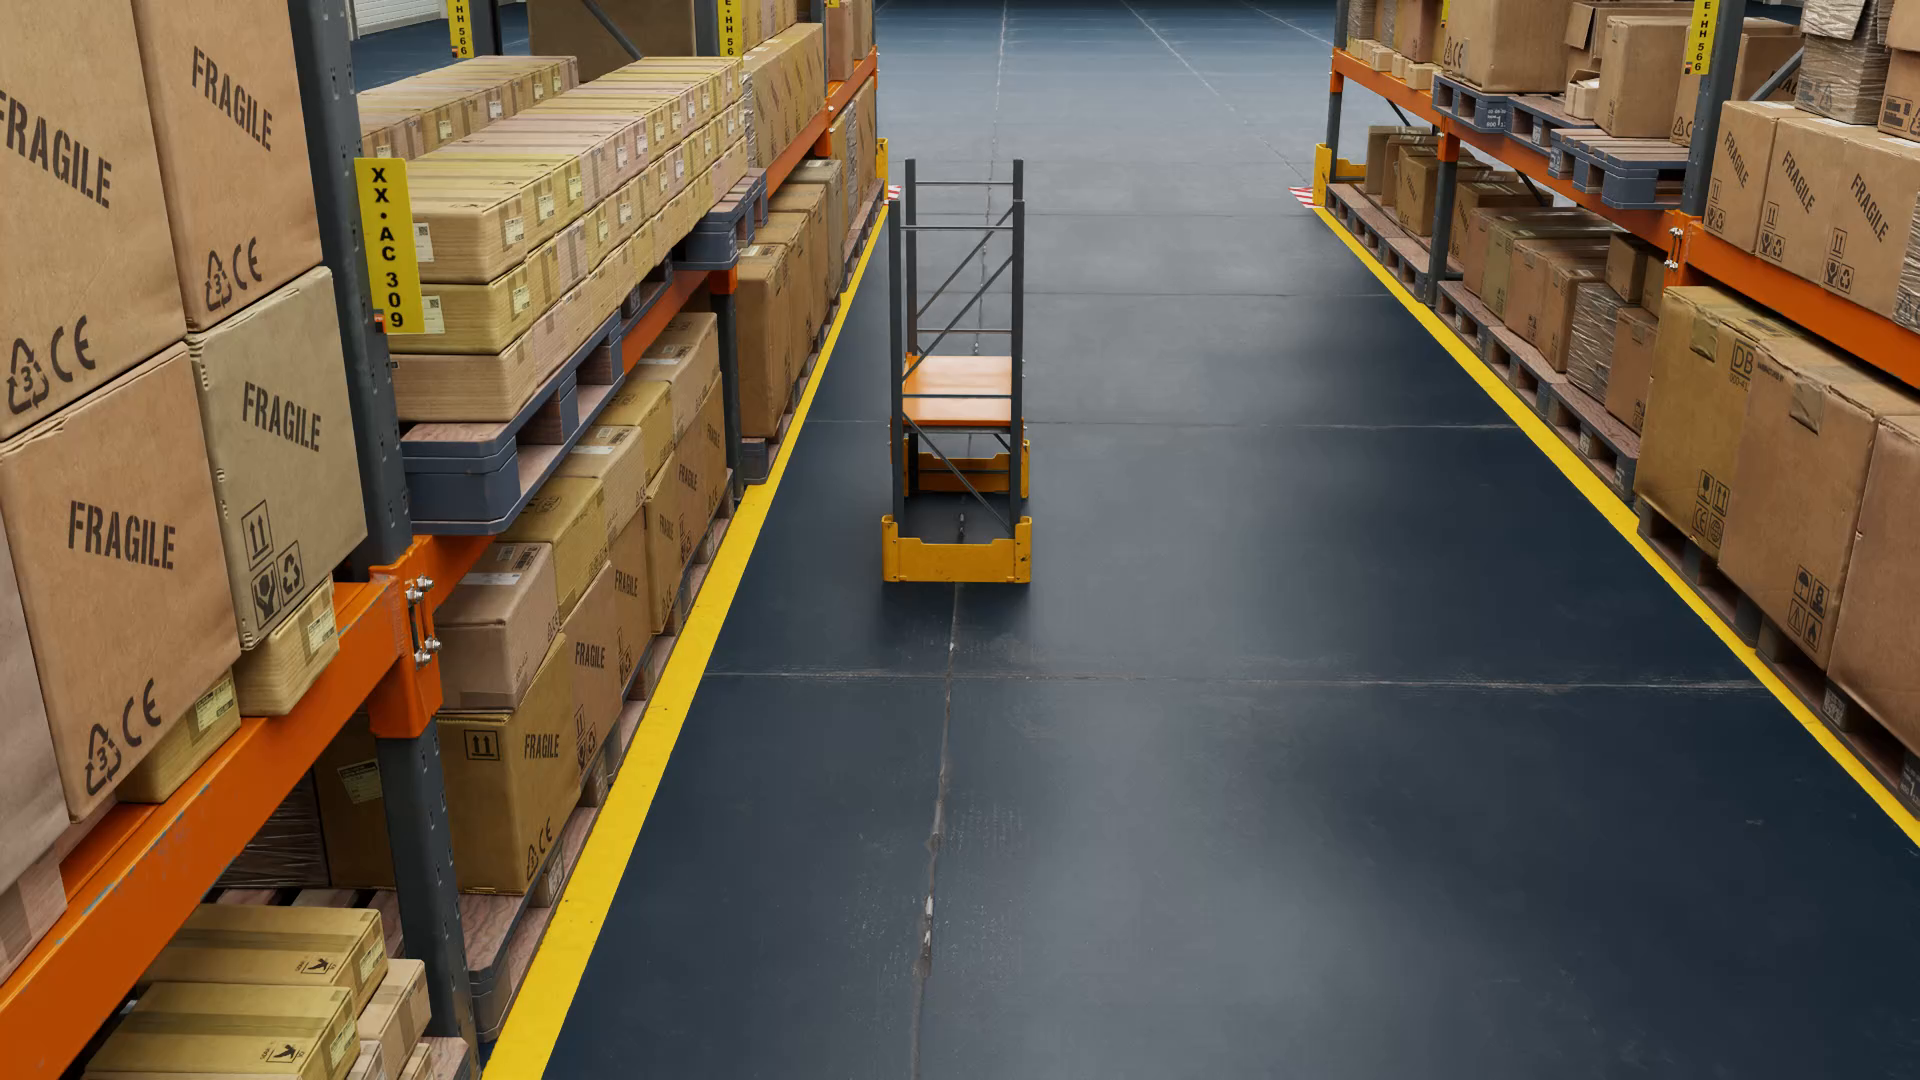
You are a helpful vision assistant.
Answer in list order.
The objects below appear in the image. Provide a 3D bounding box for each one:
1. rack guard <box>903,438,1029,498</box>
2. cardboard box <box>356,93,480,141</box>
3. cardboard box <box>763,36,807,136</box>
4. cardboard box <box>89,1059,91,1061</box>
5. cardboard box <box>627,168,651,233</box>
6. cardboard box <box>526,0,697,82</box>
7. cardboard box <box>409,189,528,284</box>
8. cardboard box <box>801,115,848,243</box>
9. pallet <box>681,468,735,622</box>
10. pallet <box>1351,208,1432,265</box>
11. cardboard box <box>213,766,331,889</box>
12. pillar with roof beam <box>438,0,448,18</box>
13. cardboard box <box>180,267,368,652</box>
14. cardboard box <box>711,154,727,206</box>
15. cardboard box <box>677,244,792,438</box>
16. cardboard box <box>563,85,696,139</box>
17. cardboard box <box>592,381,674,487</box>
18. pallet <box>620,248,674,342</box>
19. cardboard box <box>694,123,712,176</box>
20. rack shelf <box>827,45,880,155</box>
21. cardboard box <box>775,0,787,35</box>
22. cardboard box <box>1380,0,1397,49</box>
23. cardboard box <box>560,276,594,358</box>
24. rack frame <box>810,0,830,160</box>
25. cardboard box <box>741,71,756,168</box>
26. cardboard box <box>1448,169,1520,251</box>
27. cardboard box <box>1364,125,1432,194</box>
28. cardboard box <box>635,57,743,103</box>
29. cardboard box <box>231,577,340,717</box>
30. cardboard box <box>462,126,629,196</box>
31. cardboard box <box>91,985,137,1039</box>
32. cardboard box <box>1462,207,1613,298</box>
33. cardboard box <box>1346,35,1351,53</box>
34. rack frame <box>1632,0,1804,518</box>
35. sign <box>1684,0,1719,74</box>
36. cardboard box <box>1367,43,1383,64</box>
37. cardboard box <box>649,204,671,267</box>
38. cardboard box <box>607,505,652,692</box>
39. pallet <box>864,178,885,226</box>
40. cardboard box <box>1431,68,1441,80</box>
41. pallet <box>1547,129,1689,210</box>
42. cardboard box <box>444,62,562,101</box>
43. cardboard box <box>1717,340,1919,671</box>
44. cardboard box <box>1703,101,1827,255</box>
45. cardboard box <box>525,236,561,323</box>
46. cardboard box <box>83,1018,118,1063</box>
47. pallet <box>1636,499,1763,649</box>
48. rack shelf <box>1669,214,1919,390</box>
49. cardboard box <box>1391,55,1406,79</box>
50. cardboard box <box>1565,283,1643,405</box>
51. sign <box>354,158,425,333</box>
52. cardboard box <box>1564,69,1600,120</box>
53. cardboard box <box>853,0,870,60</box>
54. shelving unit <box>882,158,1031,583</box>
[{"bbox_3d":[0.017,-0.324,7.519,0.587,0.250,0.087,1,21,2],"label":"rack guard"},{"bbox_3d":[-1.728,-1.305,5.190,0.380,0.149,0.250,1,21,3],"label":"cardboard box"},{"bbox_3d":[-1.139,-2.525,9.252,0.500,0.500,0.500,1,21,2],"label":"cardboard box"},{"bbox_3d":[-1.936,1.118,3.361,0.380,0.149,0.250,0,21,-1],"label":"cardboard box"},{"bbox_3d":[-1.097,-0.972,4.744,0.380,0.149,0.250,0,21,1],"label":"cardboard box"},{"bbox_3d":[-1.458,-2.264,7.197,0.700,0.500,0.500,1,21,1],"label":"cardboard box"},{"bbox_3d":[-1.132,-0.636,3.467,0.380,0.149,0.250,2,21,4],"label":"cardboard box"},{"bbox_3d":[-1.271,-2.467,11.598,0.875,0.875,0.875,1,21,2],"label":"cardboard box"},{"bbox_3d":[-1.507,-0.007,6.755,1.003,0.211,1.213,1,21,2],"label":"pallet"},{"bbox_3d":[3.614,-2.330,12.742,1.003,0.211,1.213,1,21,2],"label":"pallet"},{"bbox_3d":[-1.833,0.556,4.324,0.500,0.500,0.500,0,21,1],"label":"cardboard box"},{"bbox_3d":[-7.040,-15.738,35.151,9.100,9.000,0.400,1,21,2],"label":"pillar with roof beam"},{"bbox_3d":[-1.336,-0.150,2.720,0.500,0.500,0.500,1,21,2],"label":"cardboard box"},{"bbox_3d":[-1.054,-1.302,6.004,0.380,0.149,0.250,1,21,3],"label":"cardboard box"},{"bbox_3d":[-1.373,-0.955,7.874,1.050,0.750,0.750,0,21,1],"label":"cardboard box"},{"bbox_3d":[-1.074,-1.394,5.419,0.380,0.149,0.250,1,21,2],"label":"cardboard box"},{"bbox_3d":[-1.276,-0.353,5.630,0.500,0.250,0.500,1,21,3],"label":"cardboard box"},{"bbox_3d":[-1.501,-0.784,5.167,1.003,0.211,1.213,1,21,2],"label":"pallet"},{"bbox_3d":[-1.062,-1.341,5.694,0.380,0.149,0.250,1,21,2],"label":"cardboard box"},{"bbox_3d":[-1.299,-3.423,12.700,1.077,0.370,4.000,1,21,2],"label":"rack shelf"},{"bbox_3d":[-1.383,-3.183,9.565,0.700,0.500,0.500,0,21,1],"label":"cardboard box"},{"bbox_3d":[3.718,-4.015,12.681,0.875,0.500,0.500,1,21,2],"label":"cardboard box"},{"bbox_3d":[-1.118,-0.550,4.066,0.380,0.149,0.250,1,21,2],"label":"cardboard box"},{"bbox_3d":[-1.360,-3.036,10.706,1.000,3.000,0.127,1,21,2],"label":"rack frame"},{"bbox_3d":[-1.198,-1.795,7.371,0.500,0.500,0.500,1,21,2],"label":"cardboard box"},{"bbox_3d":[3.657,-2.326,11.753,0.500,0.500,0.500,8,22,19],"label":"cardboard box"},{"bbox_3d":[3.680,-3.196,13.993,0.500,0.500,0.500,5,22,12],"label":"cardboard box"},{"bbox_3d":[-1.038,-1.763,6.370,0.380,0.149,0.250,0,21,0],"label":"cardboard box"},{"bbox_3d":[-1.277,0.174,2.781,0.380,0.149,0.250,0,21,0],"label":"cardboard box"},{"bbox_3d":[-1.102,-1.013,4.437,0.380,0.149,0.250,0,21,1],"label":"cardboard box"},{"bbox_3d":[-1.821,0.835,3.268,0.380,0.149,0.250,1,21,4],"label":"cardboard box"},{"bbox_3d":[3.554,-1.762,10.272,0.700,0.500,0.500,-1,21,-3],"label":"cardboard box"},{"bbox_3d":[3.469,-4.173,13.985,0.380,0.149,0.250,1,21,2],"label":"cardboard box"},{"bbox_3d":[3.473,-1.498,6.744,1.000,3.000,0.127,1,21,2],"label":"rack frame"},{"bbox_3d":[2.930,-2.004,6.555,0.100,0.325,0.005,1,21,2],"label":"sign"},{"bbox_3d":[3.418,-3.812,13.054,0.380,0.149,0.250,1,21,2],"label":"cardboard box"},{"bbox_3d":[-1.087,-0.922,5.026,0.380,0.149,0.250,0,21,-1],"label":"cardboard box"},{"bbox_3d":[-1.299,0.181,5.290,0.500,0.500,0.500,1,21,3],"label":"cardboard box"},{"bbox_3d":[-1.185,-2.892,14.190,1.003,0.211,1.213,1,21,2],"label":"pallet"},{"bbox_3d":[3.392,-3.088,11.189,0.380,0.149,0.250,1,21,2],"label":"cardboard box"},{"bbox_3d":[3.388,-1.668,7.445,1.213,0.211,1.003,1,21,2],"label":"pallet"},{"bbox_3d":[-1.695,-1.683,6.165,0.380,0.149,0.250,0,21,0],"label":"cardboard box"},{"bbox_3d":[3.396,-0.132,5.579,1.225,0.875,0.875,1,21,2],"label":"cardboard box"},{"bbox_3d":[3.186,-1.372,6.280,0.500,0.500,0.500,1,21,3],"label":"cardboard box"},{"bbox_3d":[-1.126,-0.592,3.762,0.380,0.149,0.250,0,21,1],"label":"cardboard box"},{"bbox_3d":[-1.934,0.979,3.308,0.380,0.149,0.250,2,21,4],"label":"cardboard box"},{"bbox_3d":[3.374,0.086,6.515,1.003,0.211,1.213,1,21,2],"label":"pallet"},{"bbox_3d":[3.412,-0.440,5.010,1.077,0.370,4.000,1,21,2],"label":"rack shelf"},{"bbox_3d":[3.368,-3.451,12.122,0.380,0.149,0.250,1,21,2],"label":"cardboard box"},{"bbox_3d":[3.477,-0.981,8.258,0.700,0.500,0.500,-1,21,-3],"label":"cardboard box"},{"bbox_3d":[-1.061,-0.543,3.086,0.100,0.325,0.005,1,21,2],"label":"sign"},{"bbox_3d":[3.254,-2.237,8.253,0.396,0.266,0.258,0,21,0],"label":"cardboard box"},{"bbox_3d":[-1.199,-4.218,13.546,0.875,0.550,0.550,1,21,2],"label":"cardboard box"},{"bbox_3d":[0.002,-0.727,6.829,0.587,1.500,1.083,1,21,2],"label":"shelving unit"}]
